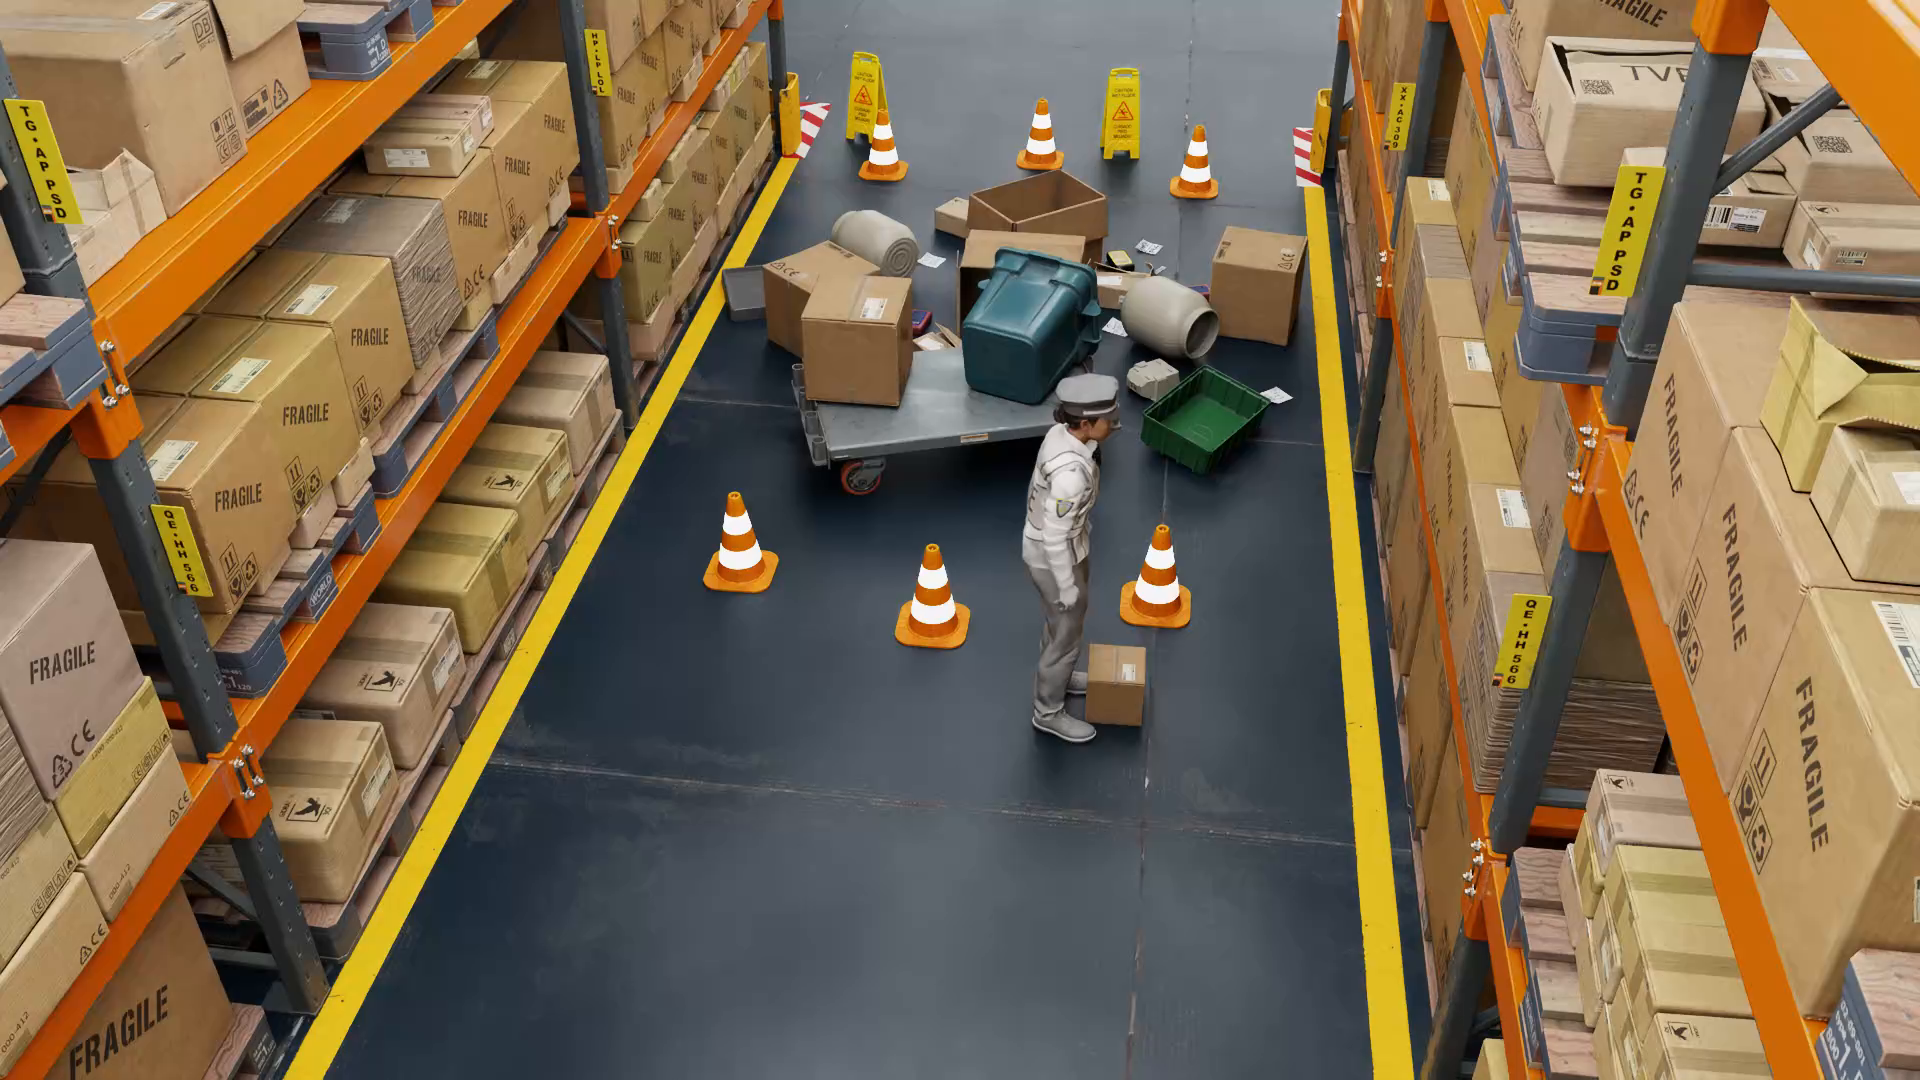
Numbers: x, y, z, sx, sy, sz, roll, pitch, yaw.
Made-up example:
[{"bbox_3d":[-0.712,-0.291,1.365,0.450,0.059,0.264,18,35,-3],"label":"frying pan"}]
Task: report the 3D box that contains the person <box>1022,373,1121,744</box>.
[{"bbox_3d":[0.445,0.063,6.950,0.376,1.662,0.527,4,37,6],"label":"person"}]
